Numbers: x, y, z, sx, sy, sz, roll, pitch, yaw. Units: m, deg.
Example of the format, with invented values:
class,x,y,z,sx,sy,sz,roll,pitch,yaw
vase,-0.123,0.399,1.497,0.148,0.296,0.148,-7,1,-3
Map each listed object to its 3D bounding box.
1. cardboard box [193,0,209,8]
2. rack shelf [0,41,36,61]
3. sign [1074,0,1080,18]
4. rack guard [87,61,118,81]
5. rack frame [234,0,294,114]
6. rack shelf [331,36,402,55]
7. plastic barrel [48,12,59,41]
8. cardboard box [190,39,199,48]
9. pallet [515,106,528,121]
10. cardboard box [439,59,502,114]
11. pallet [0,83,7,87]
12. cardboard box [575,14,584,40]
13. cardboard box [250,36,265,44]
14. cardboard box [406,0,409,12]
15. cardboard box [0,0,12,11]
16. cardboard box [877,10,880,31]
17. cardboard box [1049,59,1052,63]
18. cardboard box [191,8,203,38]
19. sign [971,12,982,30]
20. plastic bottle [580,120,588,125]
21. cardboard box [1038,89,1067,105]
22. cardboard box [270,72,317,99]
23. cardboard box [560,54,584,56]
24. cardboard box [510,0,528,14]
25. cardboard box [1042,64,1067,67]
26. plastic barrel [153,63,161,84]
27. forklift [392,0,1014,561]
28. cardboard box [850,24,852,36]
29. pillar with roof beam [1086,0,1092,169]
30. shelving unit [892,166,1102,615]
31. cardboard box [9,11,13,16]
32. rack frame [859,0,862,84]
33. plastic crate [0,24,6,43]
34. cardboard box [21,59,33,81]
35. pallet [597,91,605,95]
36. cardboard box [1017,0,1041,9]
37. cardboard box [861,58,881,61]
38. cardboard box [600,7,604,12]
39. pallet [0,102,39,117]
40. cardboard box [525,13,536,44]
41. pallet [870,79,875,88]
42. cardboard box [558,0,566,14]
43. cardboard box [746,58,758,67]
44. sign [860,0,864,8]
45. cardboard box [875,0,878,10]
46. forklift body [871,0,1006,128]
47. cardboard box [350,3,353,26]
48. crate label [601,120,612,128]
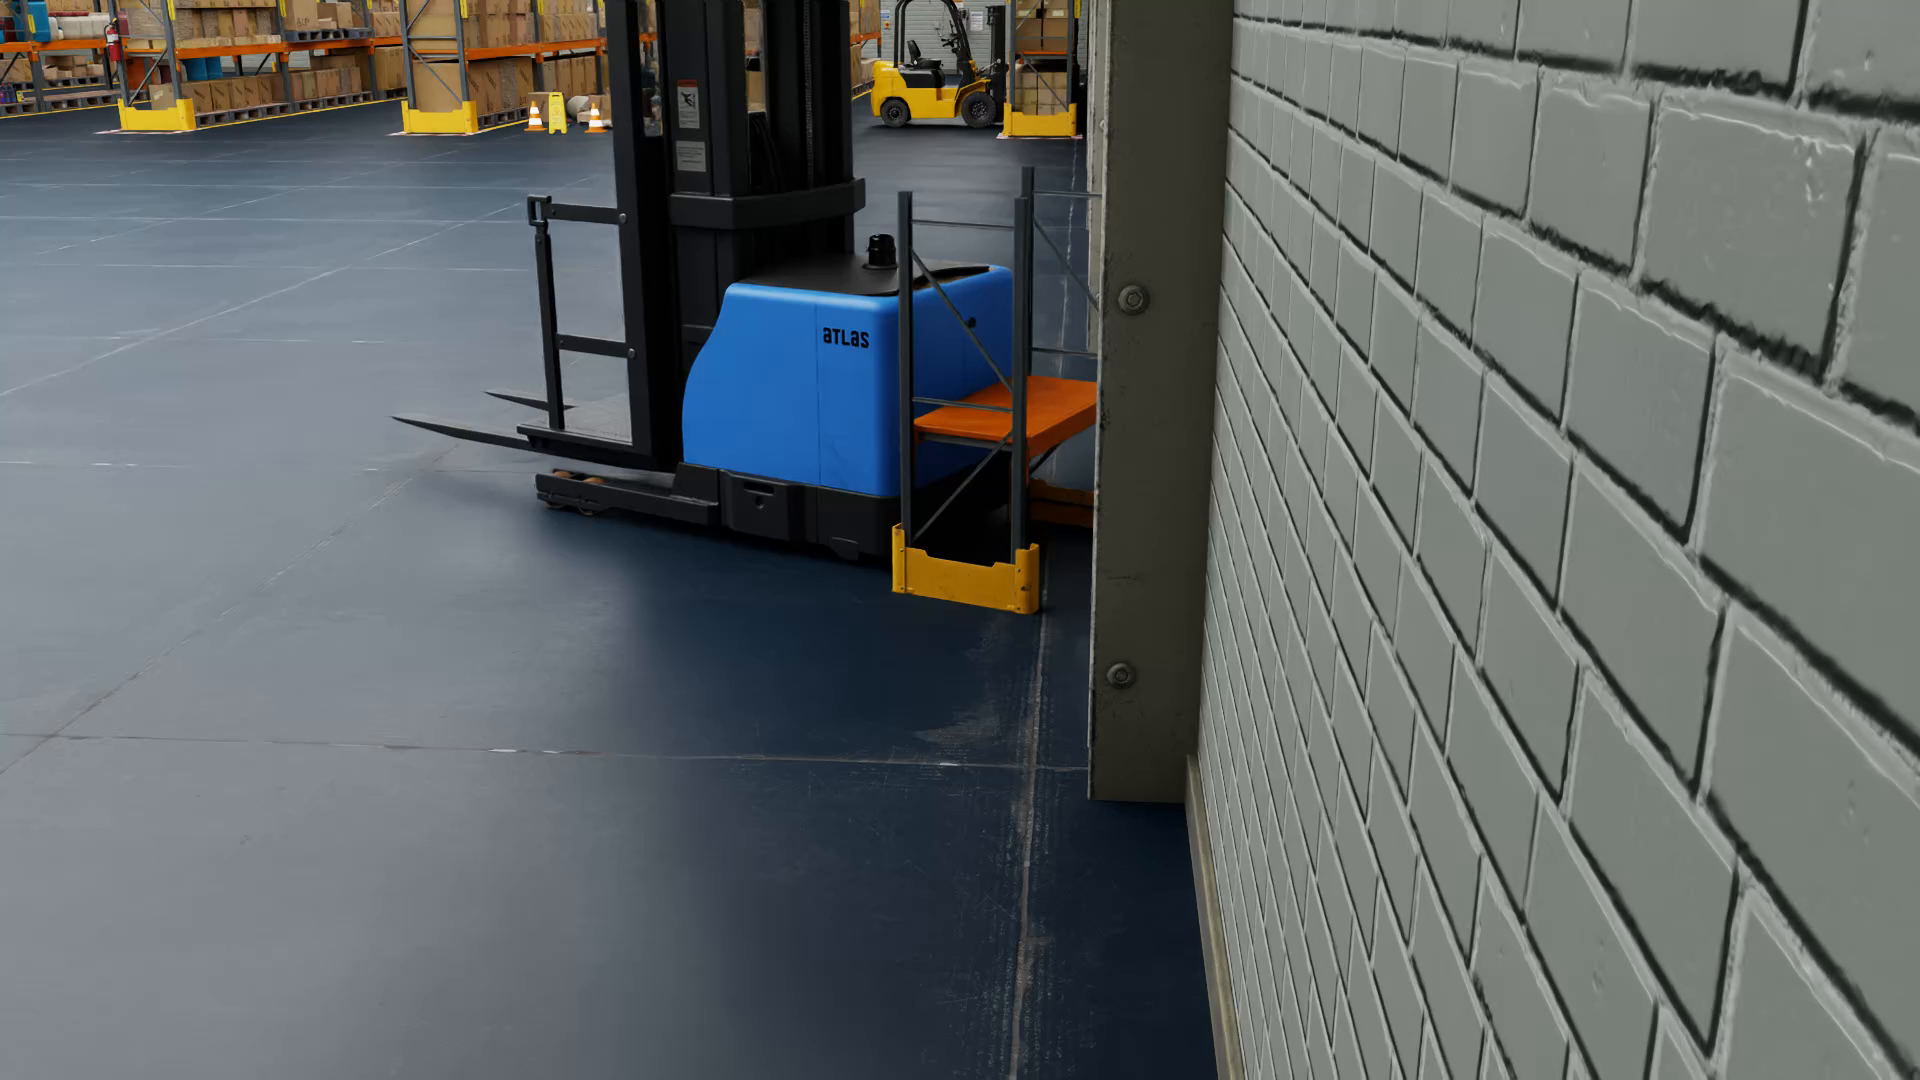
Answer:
class,x,y,z,sx,sy,sz,roll,pitch,yaw
cardboard box,-13.181,-9.324,28.317,0.500,0.500,0.500,1,18,4
rack shelf,-18.332,-8.730,29.903,1.077,0.370,4.000,1,18,4
sign,1.854,-8.444,26.358,0.100,0.325,0.005,1,18,4
rack guard,-22.274,-12.320,43.719,1.175,0.500,0.348,1,18,4
rack frame,-13.248,-9.582,31.350,1.000,3.000,0.127,1,18,4
rack shelf,-12.818,-11.104,37.149,1.077,0.370,4.000,1,18,4
plastic barrel,-17.901,-10.050,32.558,0.433,0.535,0.433,0,18,0
cardboard box,-13.207,-8.458,28.323,0.380,0.149,0.250,1,18,4
pallet,-8.441,-7.881,30.635,1.003,0.211,1.213,1,18,4
cardboard box,-8.551,-7.873,28.872,0.875,0.875,0.875,1,18,3
pallet,-22.660,-10.331,38.112,1.003,0.211,1.213,1,18,4
cardboard box,-7.859,-10.274,33.300,0.500,0.500,0.500,1,18,3
cardboard box,-12.982,-9.156,30.451,0.380,0.149,0.250,1,18,4
cardboard box,-12.773,-12.180,37.505,0.797,0.503,0.637,1,18,5
cardboard box,-22.777,-12.975,39.937,0.500,0.500,0.500,1,18,4
cardboard box,-2.274,-12.980,41.558,0.500,0.500,0.500,1,18,4
cardboard box,1.773,-10.220,35.594,0.380,0.149,0.250,2,18,6
cardboard box,-13.552,-8.857,28.498,0.875,0.500,0.500,1,18,4
sign,0.470,-14.756,47.291,0.329,0.494,0.001,1,18,4
plastic bottle,-6.607,-7.330,29.194,0.133,0.061,0.283,-5,19,-15
cardboard box,1.542,-7.281,27.265,0.500,0.250,0.500,2,18,5
cardboard box,-13.130,-8.942,32.702,0.700,0.500,0.500,1,18,4
cardboard box,-8.234,-10.269,35.581,0.500,0.250,0.500,1,18,3
cardboard box,-8.292,-9.737,29.848,0.875,0.550,0.550,1,18,4
cardboard box,1.745,-8.462,30.067,0.500,0.250,0.500,2,18,5
plastic barrel,-17.932,-10.282,36.807,0.421,0.512,0.421,0,18,0
forklift,-1.276,-1.628,7.185,3.031,2.935,1.130,10,21,29
cardboard box,-2.664,-11.315,36.879,0.500,0.250,0.500,1,18,2
pillar with roof beam,-2.474,-9.289,20.819,9.100,9.000,0.400,1,18,4
shelving unit,0.247,-0.626,6.425,0.587,1.500,1.083,9,20,26
cardboard box,-22.775,-12.498,40.087,0.500,0.500,0.500,2,18,5
rack frame,-2.790,-11.846,38.257,1.000,3.000,0.127,1,18,4
plastic crate,-18.353,-9.504,31.209,0.767,0.338,0.504,1,18,4
cardboard box,-22.305,-11.151,39.444,0.500,0.500,0.500,1,18,4
pallet,-7.964,-9.600,35.882,1.003,0.211,1.213,1,18,4
cardboard box,1.116,-8.622,26.740,0.380,0.149,0.250,1,18,4
cardboard box,-2.451,-11.863,41.750,0.875,0.438,0.875,1,18,2
cardboard box,-7.778,-11.268,35.268,0.380,0.149,0.250,1,18,2
pallet,-18.278,-8.160,31.488,1.003,0.211,1.213,1,18,4
cardboard box,-8.323,-9.397,30.542,0.875,0.550,0.550,1,18,4
pallet,-2.573,-11.135,40.566,1.003,0.211,1.213,1,18,4
cardboard box,-8.169,-10.591,32.661,0.700,0.500,0.500,1,18,3
cardboard box,-3.795,-8.461,29.422,0.380,0.149,0.250,2,18,7
sign,-2.248,-12.349,38.062,0.100,0.325,0.005,1,18,4
cardboard box,-2.309,-13.293,40.907,0.500,0.500,0.500,1,18,4
forklift body,-0.383,-8.236,28.602,2.313,2.155,1.214,1,18,4
cardboard box,-12.960,-10.903,34.546,0.500,0.500,0.500,-1,18,-3
crate label,-6.043,-7.086,28.327,0.250,0.136,0.298,-9,20,-25
